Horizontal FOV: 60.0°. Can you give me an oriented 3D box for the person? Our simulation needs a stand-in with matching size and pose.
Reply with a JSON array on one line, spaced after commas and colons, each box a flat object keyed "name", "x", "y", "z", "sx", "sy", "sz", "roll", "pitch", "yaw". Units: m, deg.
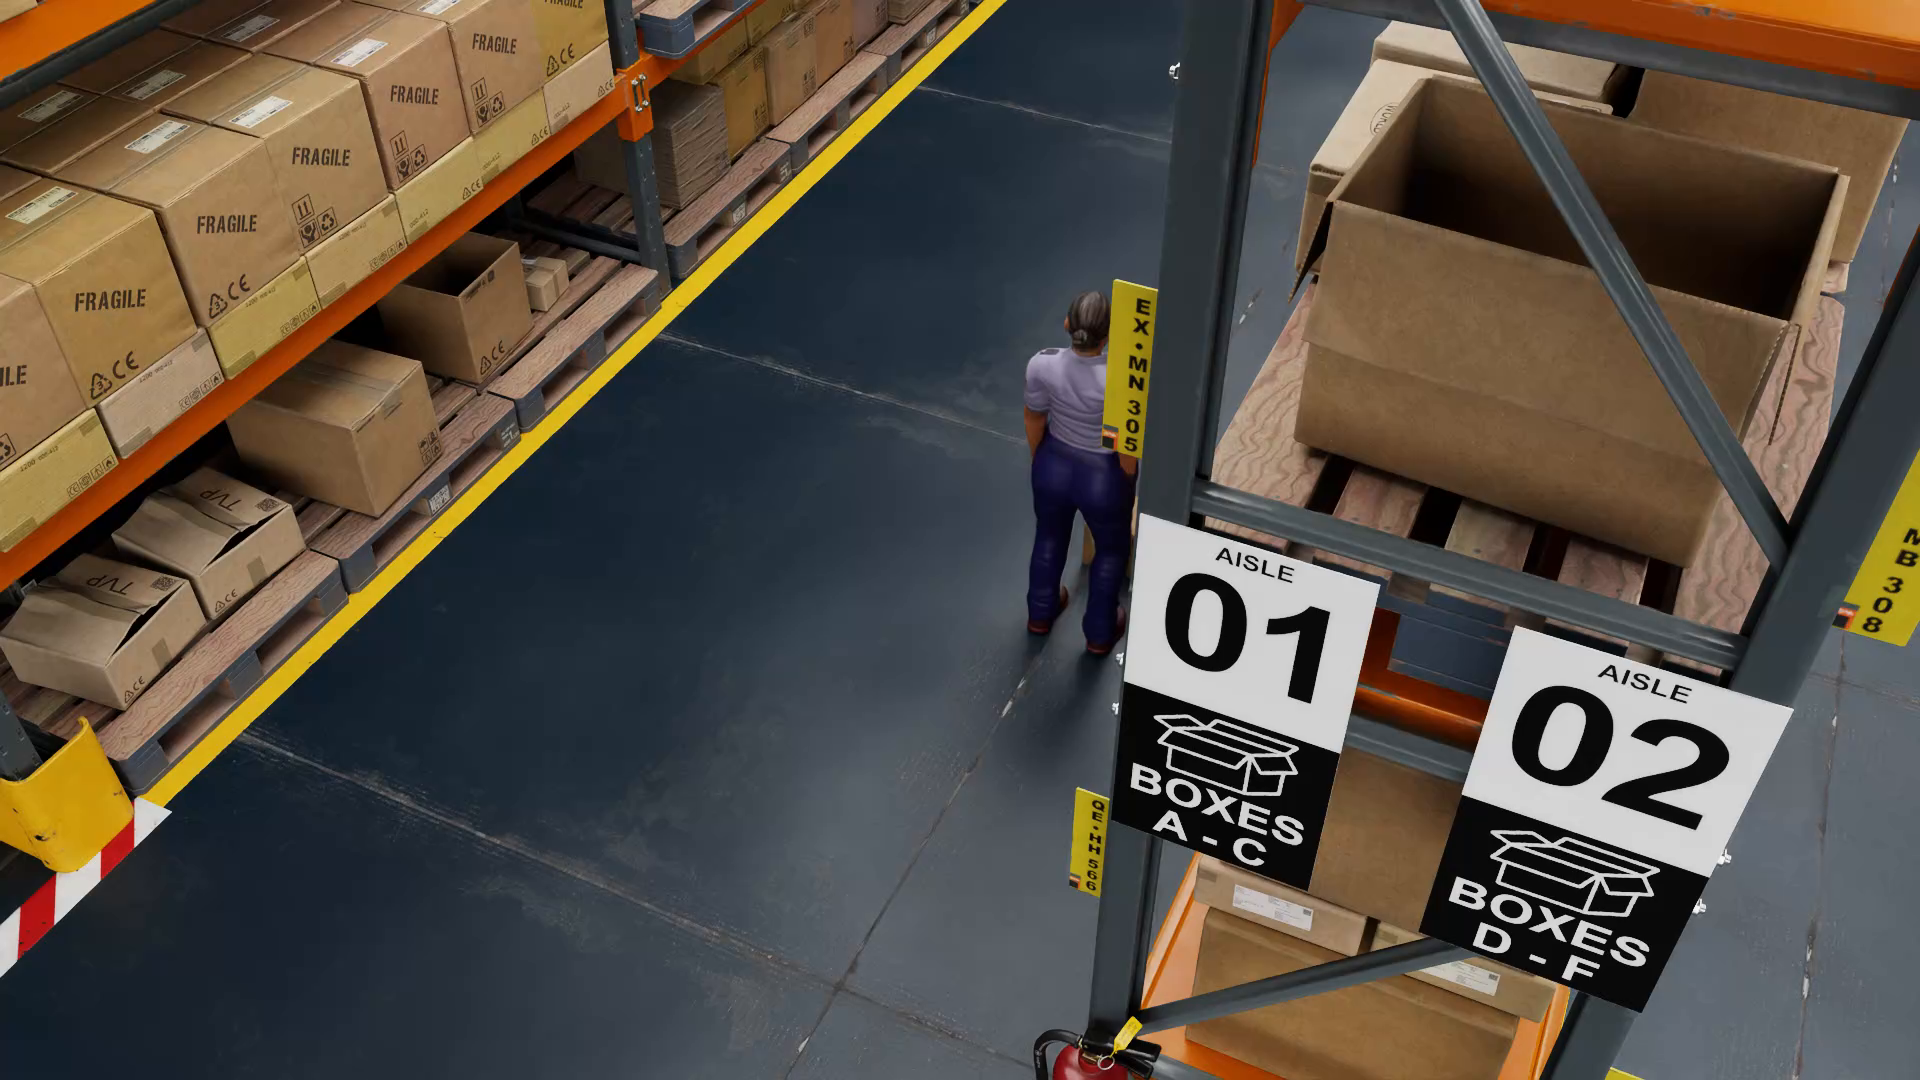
[{"name": "person", "x": 0.468, "y": -0.257, "z": 6.464, "sx": 0.472, "sy": 1.641, "sz": 0.341, "roll": 19, "pitch": 46, "yaw": 20}]
